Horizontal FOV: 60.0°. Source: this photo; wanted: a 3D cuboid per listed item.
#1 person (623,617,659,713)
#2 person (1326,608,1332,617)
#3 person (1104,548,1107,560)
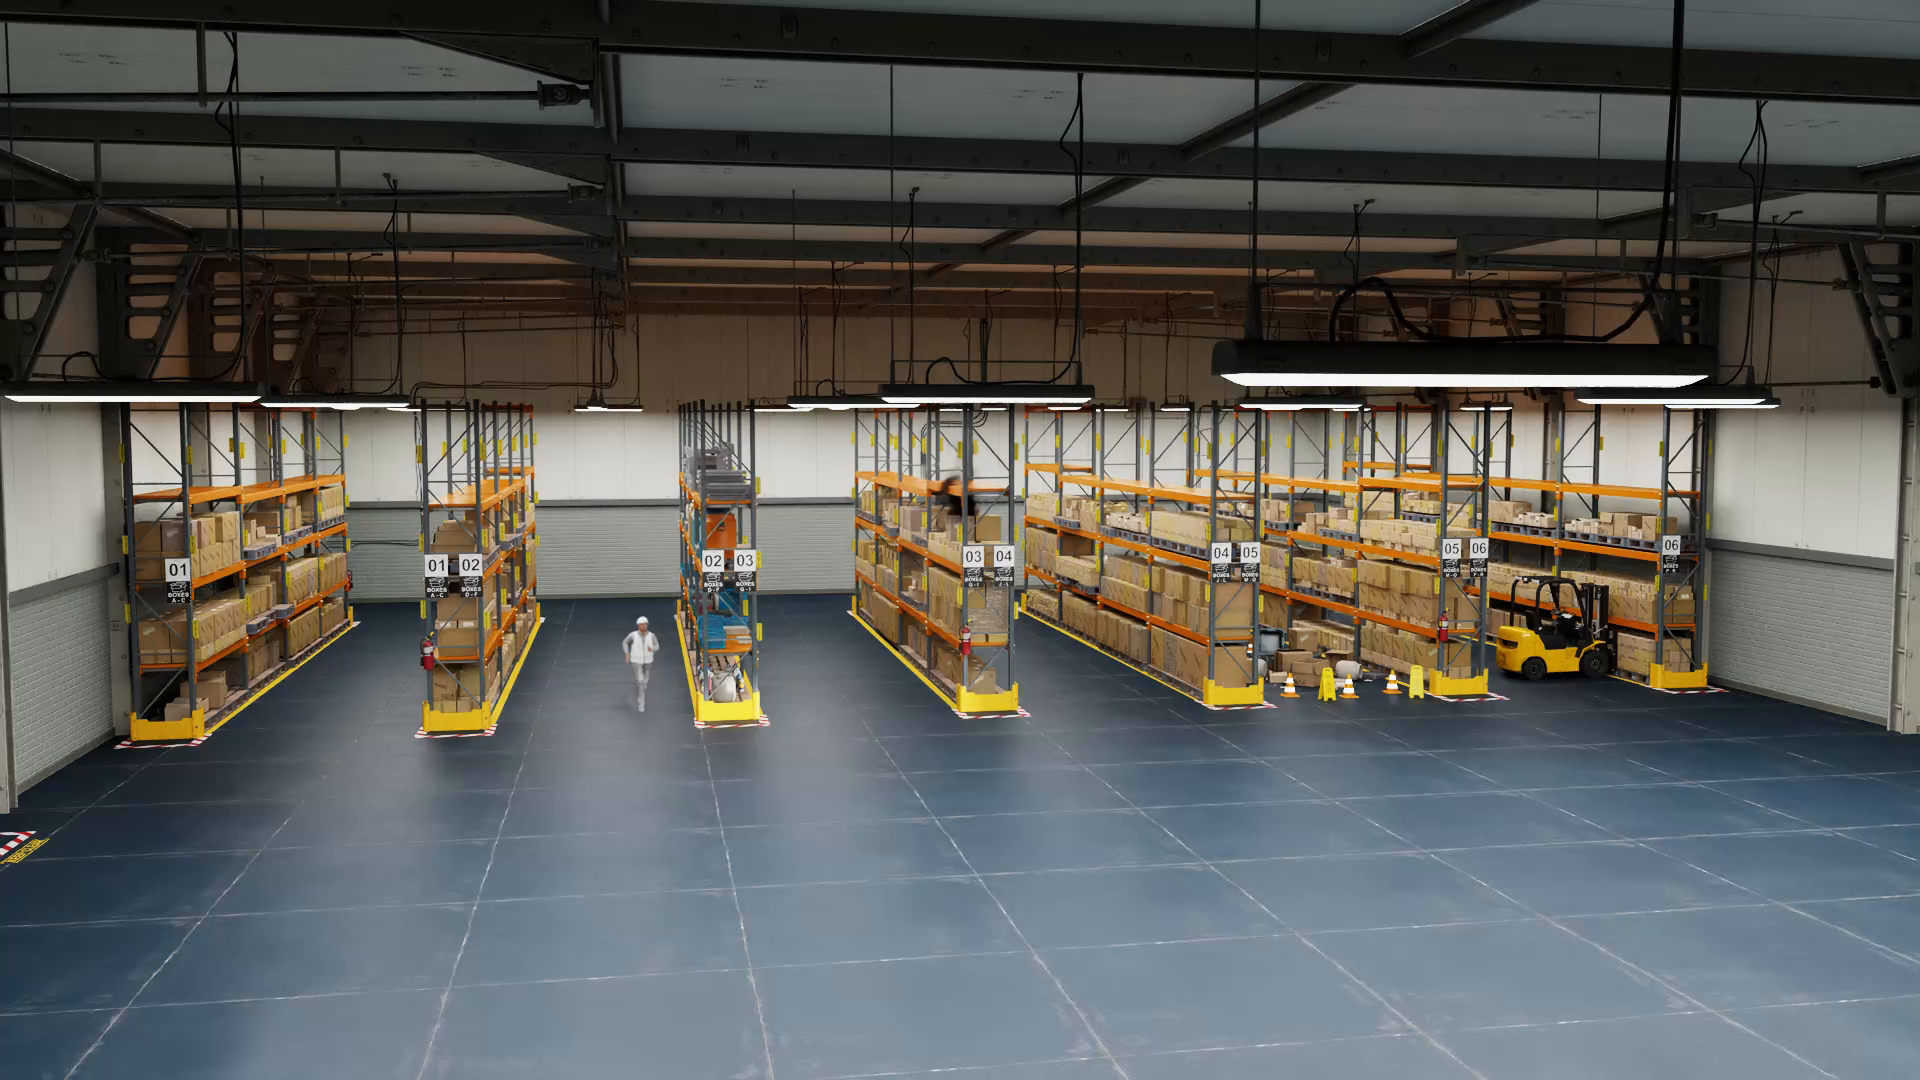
[{"bbox_3d":[-6.170,2.392,32.292,0.643,1.820,0.776,-2,5,-29],"label":"person"},{"bbox_3d":[9.981,1.393,46.010,0.699,1.738,0.758,-2,5,-25],"label":"person"},{"bbox_3d":[4.391,1.091,50.463,0.849,1.701,0.587,0,4,-3],"label":"person"}]
